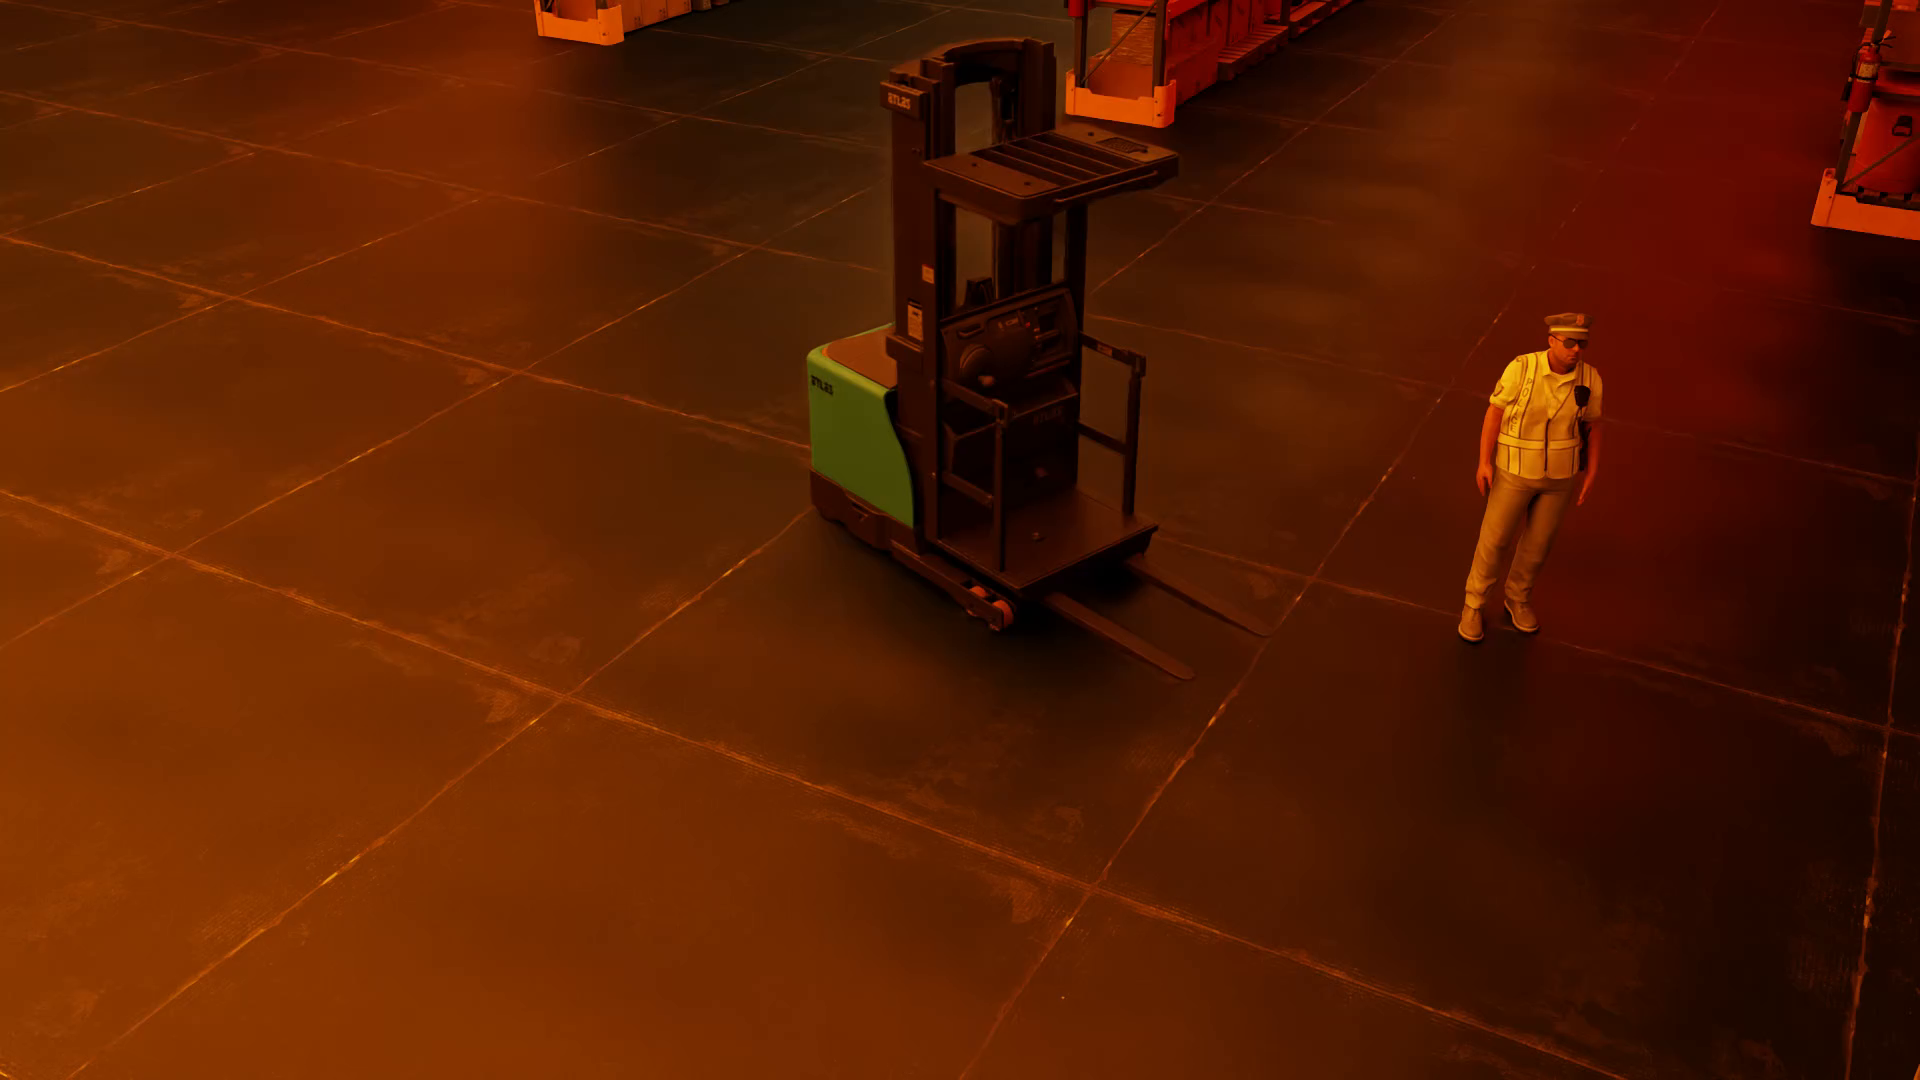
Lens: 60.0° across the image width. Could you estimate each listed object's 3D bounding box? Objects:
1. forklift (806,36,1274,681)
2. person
[{"bbox_3d":[0.415,-1.056,8.900,1.130,2.935,3.031,-23,37,-34],"label":"forklift"},{"bbox_3d":[3.061,-0.341,8.795,0.638,1.781,0.576,2,30,4],"label":"person"}]
